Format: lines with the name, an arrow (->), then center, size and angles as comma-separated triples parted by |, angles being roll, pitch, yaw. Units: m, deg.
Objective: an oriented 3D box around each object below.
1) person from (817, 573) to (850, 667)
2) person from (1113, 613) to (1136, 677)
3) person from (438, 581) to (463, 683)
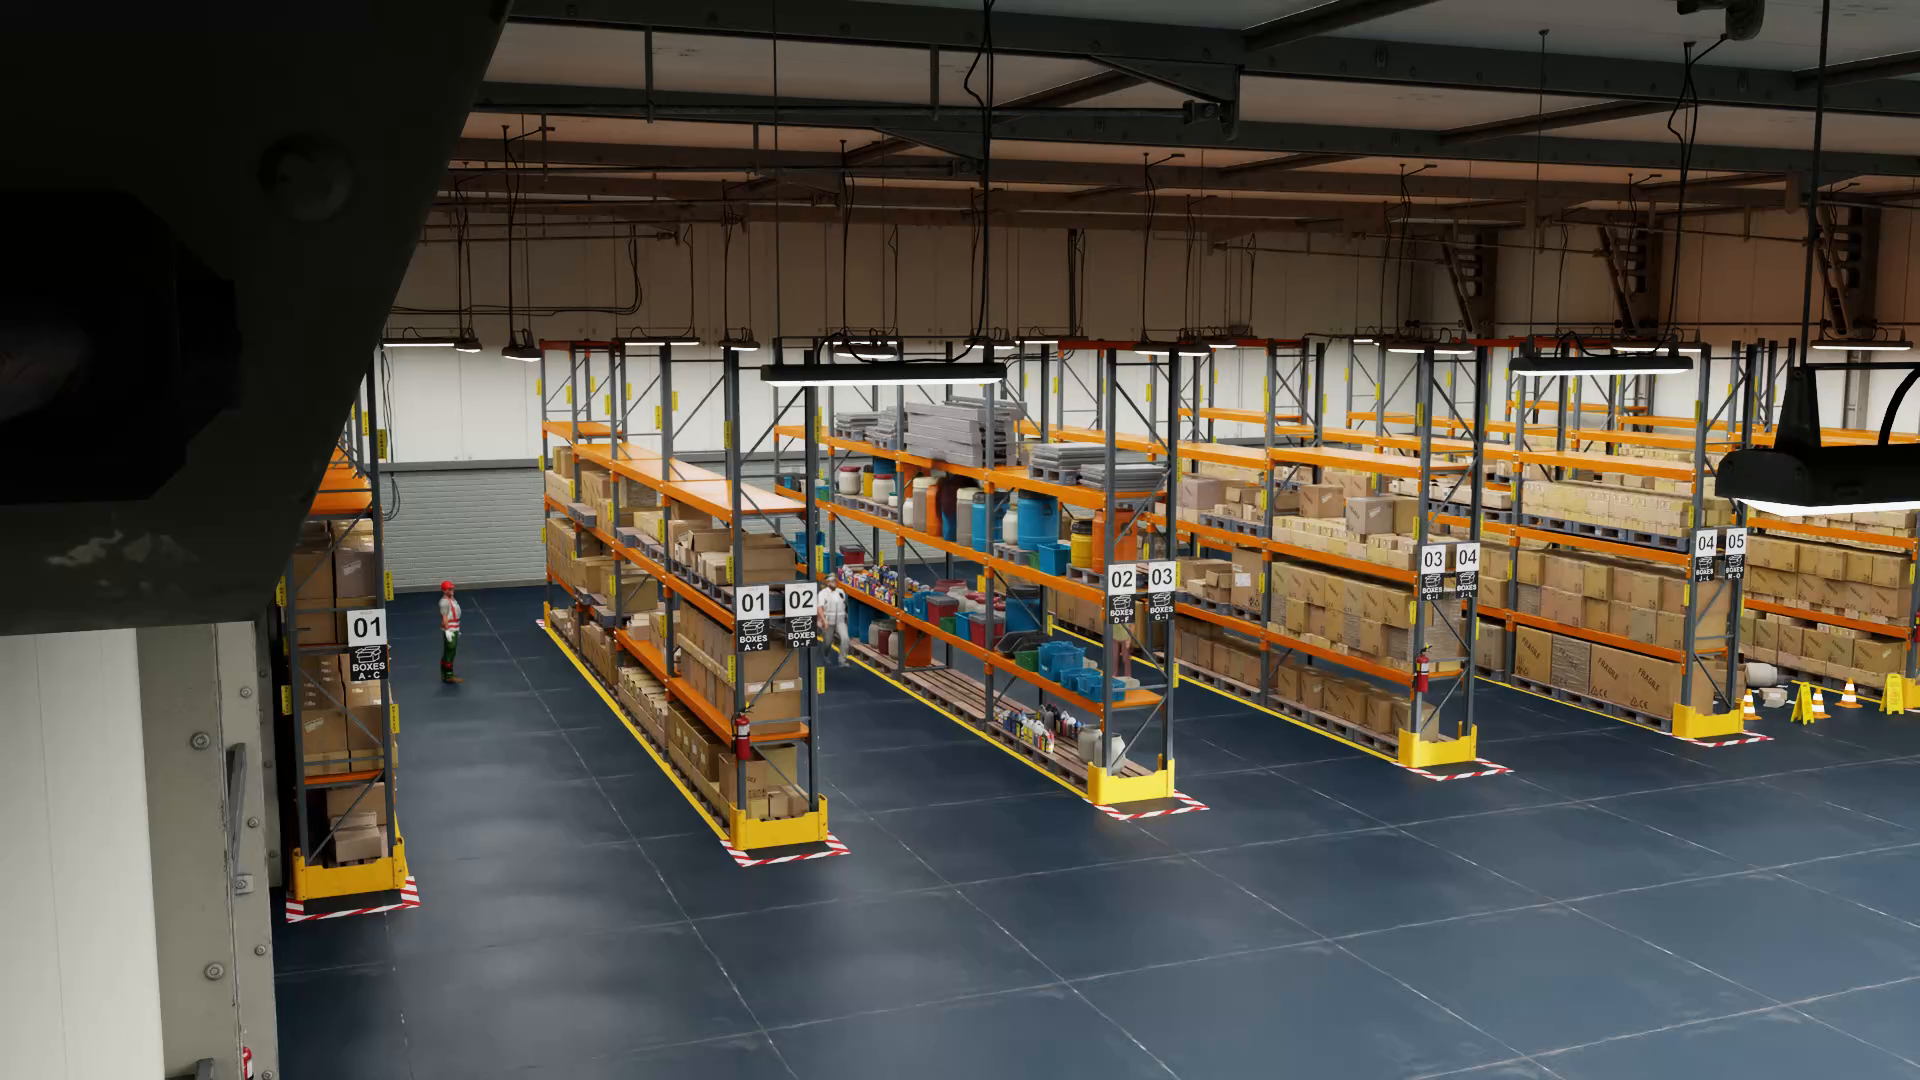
person -> -2.251, 1.416, 29.418 | 0.538, 1.685, 1.023 | -2, 8, -17
person -> 2.824, 1.758, 28.959 | 0.499, 1.680, 0.399 | 4, 9, 30
person -> -9.031, 1.621, 29.475 | 0.377, 1.805, 0.623 | -2, 8, -14
